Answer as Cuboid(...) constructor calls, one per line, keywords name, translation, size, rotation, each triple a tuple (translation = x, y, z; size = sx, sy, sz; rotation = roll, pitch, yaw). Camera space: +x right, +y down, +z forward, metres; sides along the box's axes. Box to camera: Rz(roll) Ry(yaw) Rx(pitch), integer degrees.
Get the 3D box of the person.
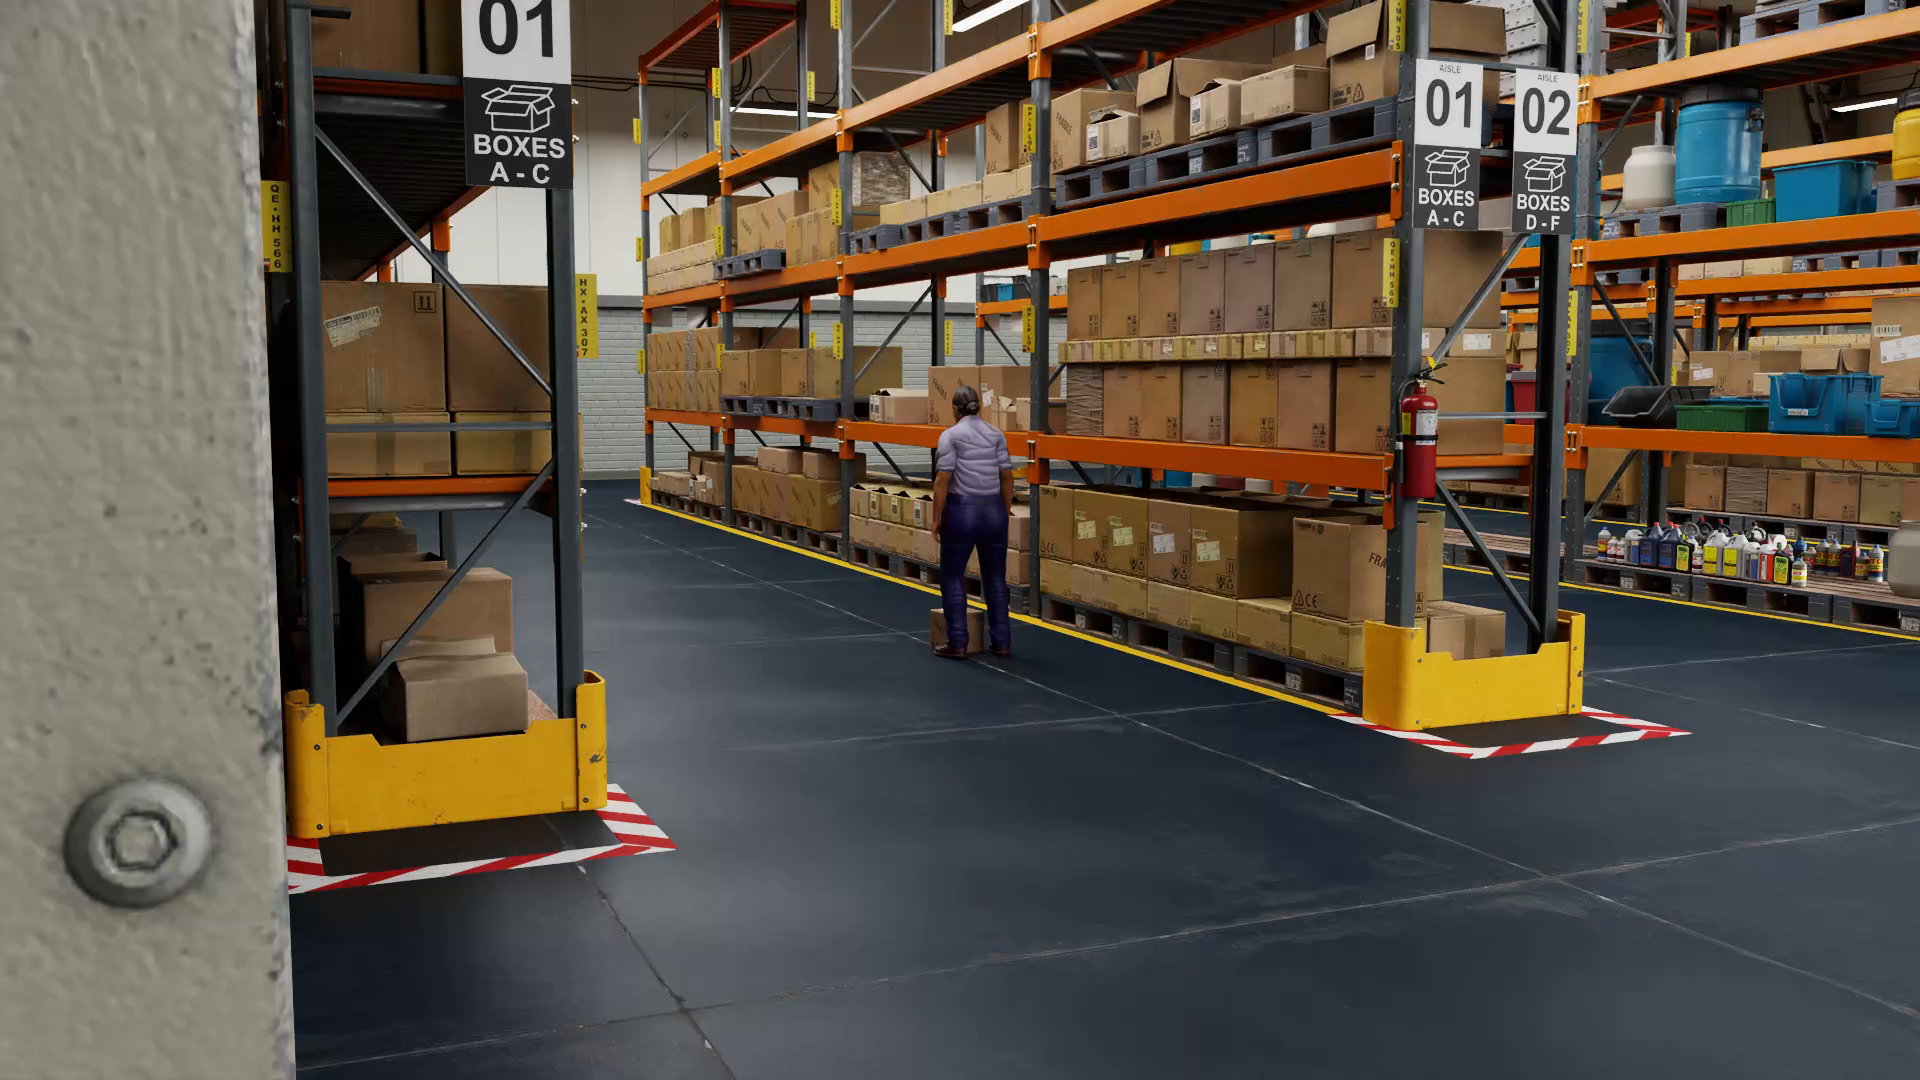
Cuboid(name="person", translation=(0.084, -0.110, 10.122), size=(0.541, 1.652, 0.369), rotation=(-2, 6, -23))
